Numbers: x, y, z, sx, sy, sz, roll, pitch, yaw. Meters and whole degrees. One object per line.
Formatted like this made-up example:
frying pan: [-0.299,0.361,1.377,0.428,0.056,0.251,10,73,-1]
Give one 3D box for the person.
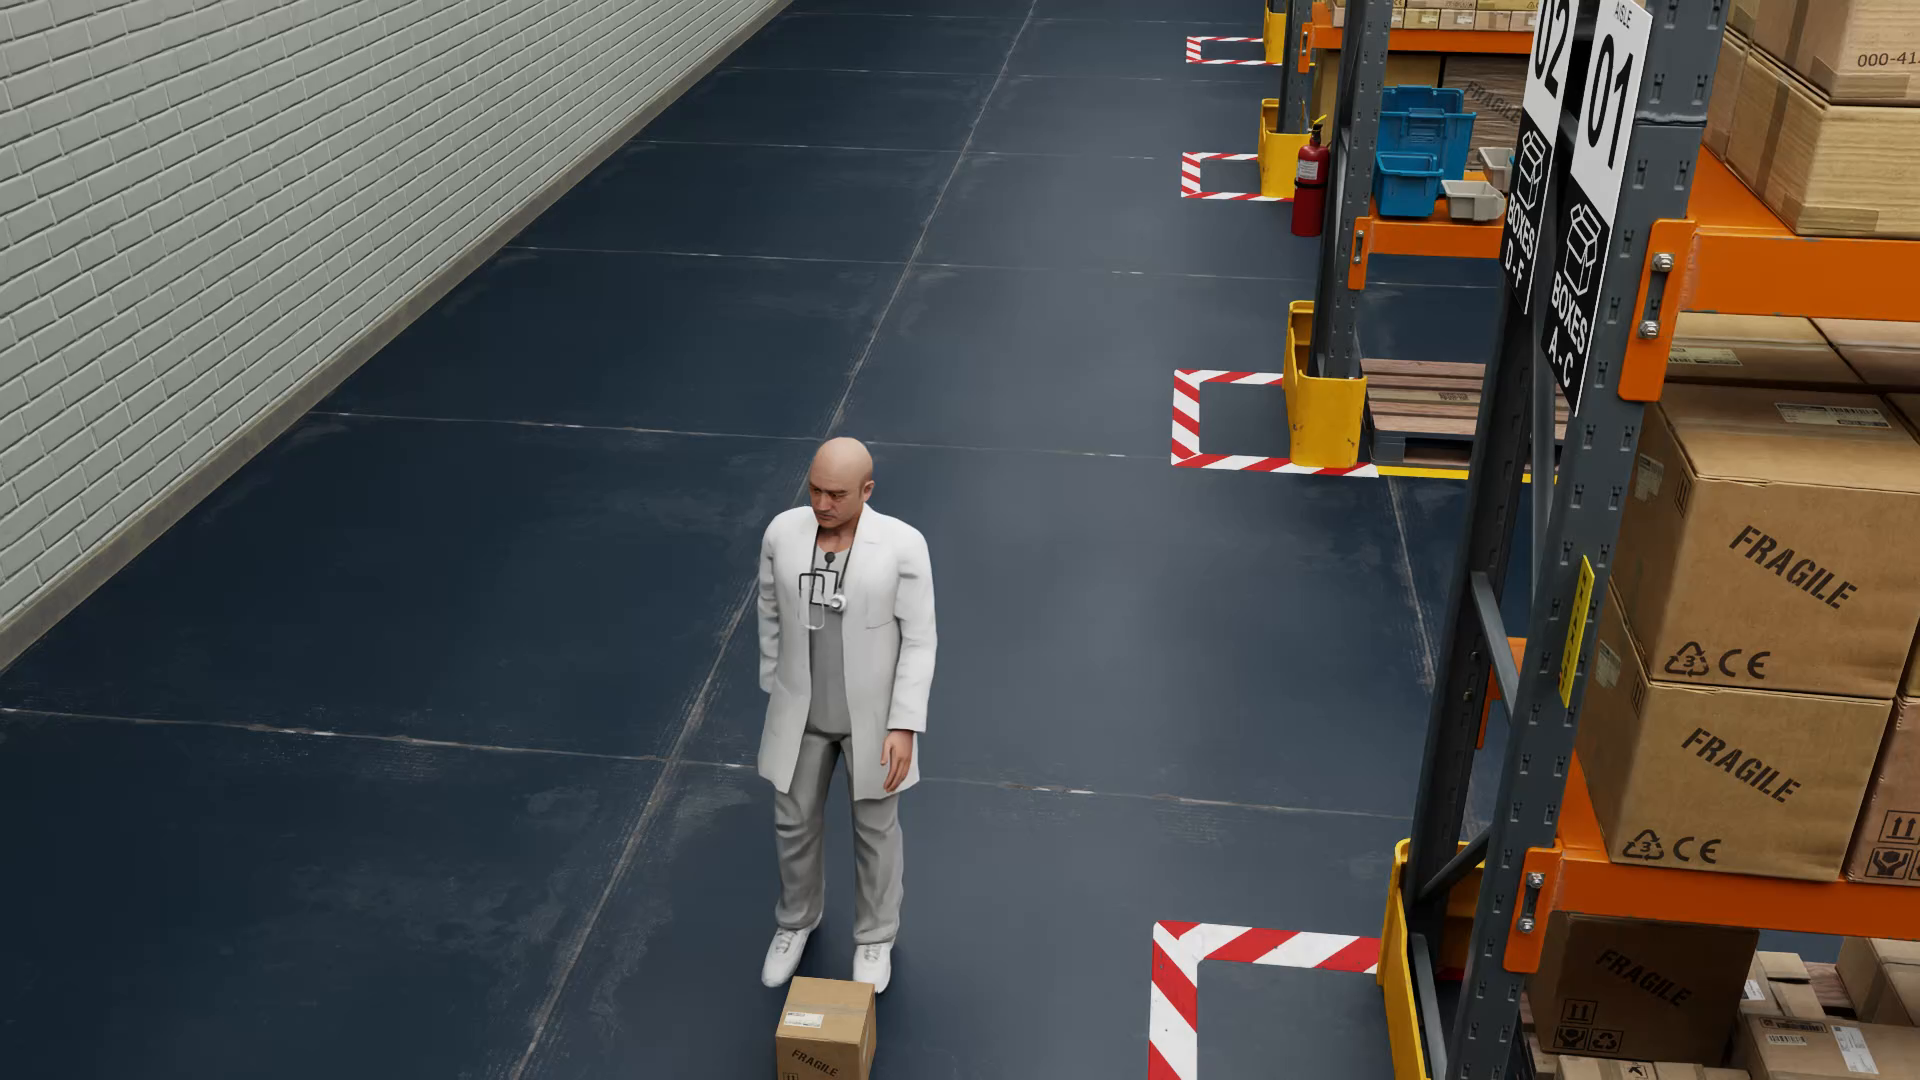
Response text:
person: [-0.371,0.567,5.059,0.592,1.812,0.493,6,29,11]
